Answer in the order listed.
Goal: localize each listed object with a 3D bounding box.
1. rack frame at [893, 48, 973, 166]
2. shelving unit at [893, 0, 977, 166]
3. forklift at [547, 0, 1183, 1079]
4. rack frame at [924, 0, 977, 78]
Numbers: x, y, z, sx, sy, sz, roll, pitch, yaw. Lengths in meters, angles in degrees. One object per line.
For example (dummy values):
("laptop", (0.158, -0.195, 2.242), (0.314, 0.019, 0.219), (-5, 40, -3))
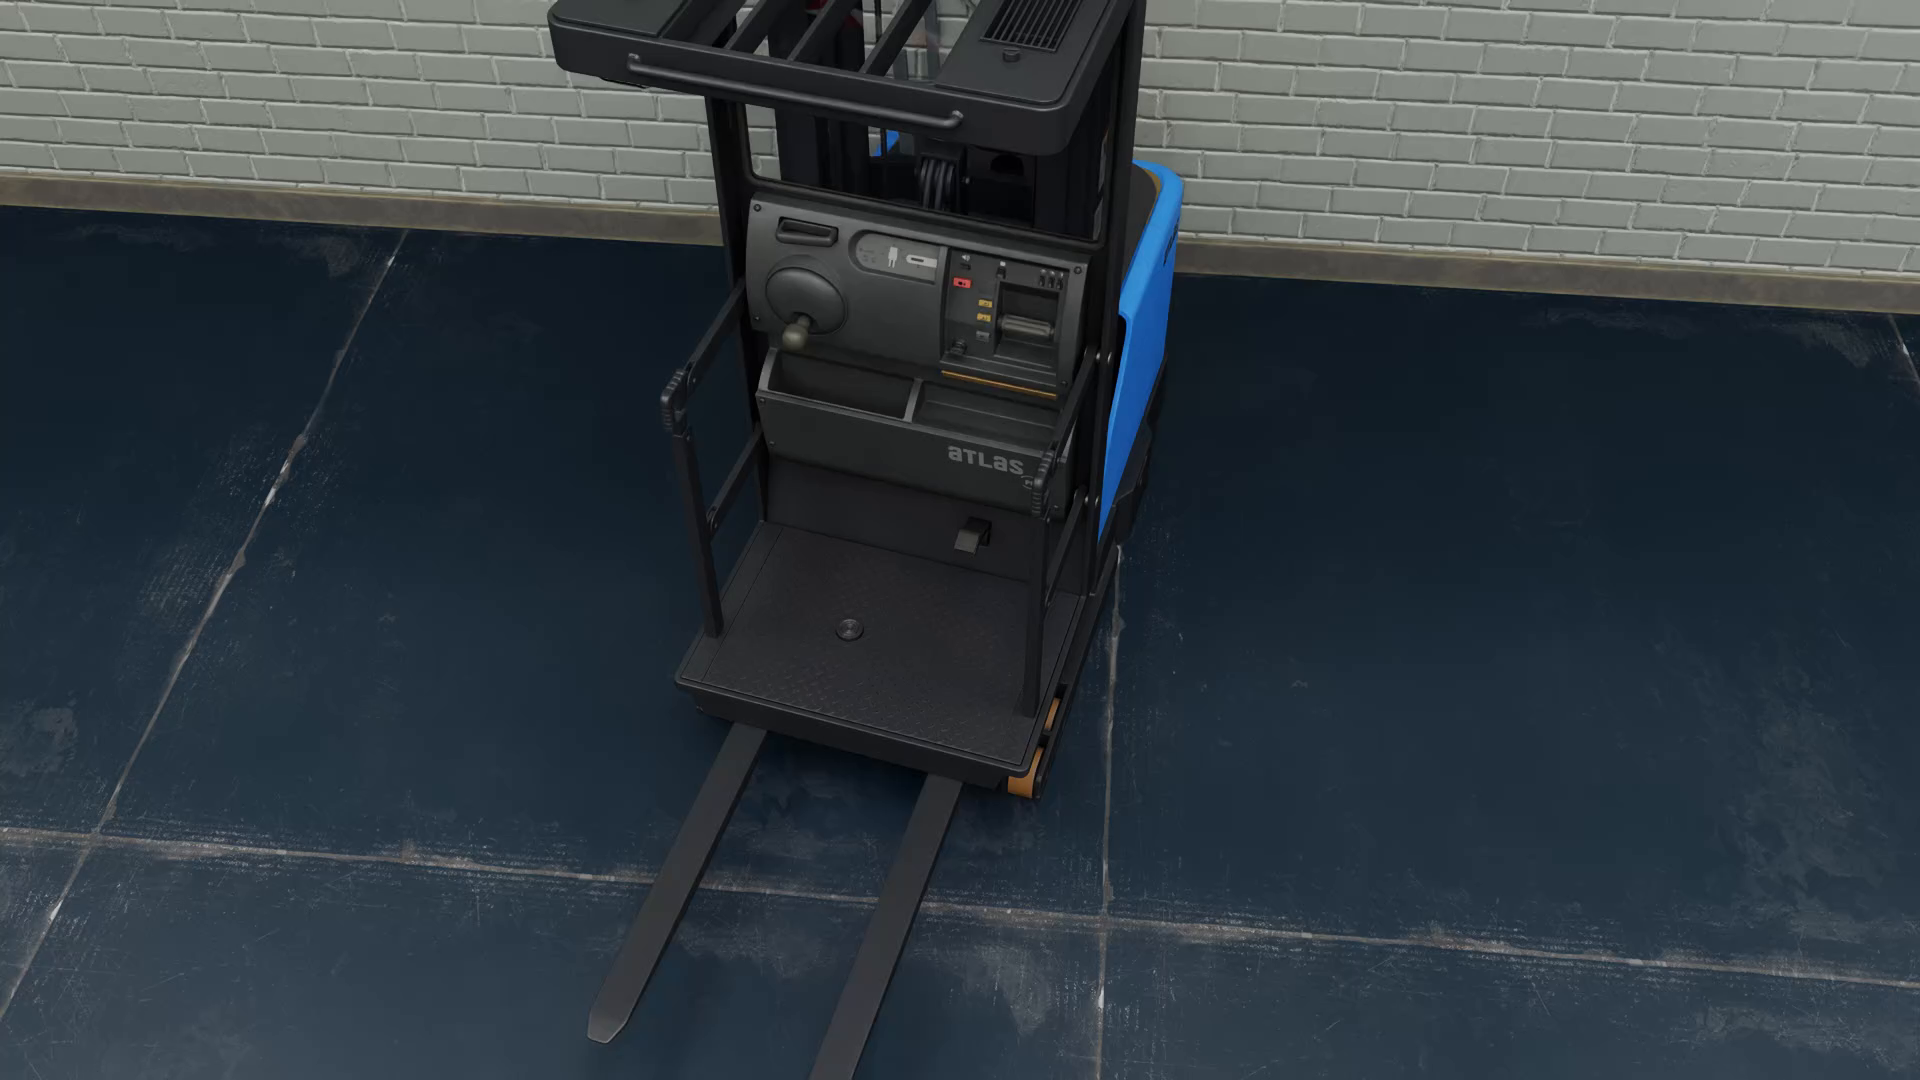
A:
("rack frame", (0.086, -0.931, 5.500), (0.500, 1.500, 0.032), (0, 44, 4))
("shelving unit", (0.114, -1.289, 5.872), (0.587, 1.500, 1.083), (0, 44, 4))
("forklift", (-0.188, -0.549, 4.266), (1.130, 2.935, 3.031), (13, 49, 12))
("rack frame", (0.142, -1.635, 6.231), (0.500, 1.500, 0.032), (0, 44, 4))
